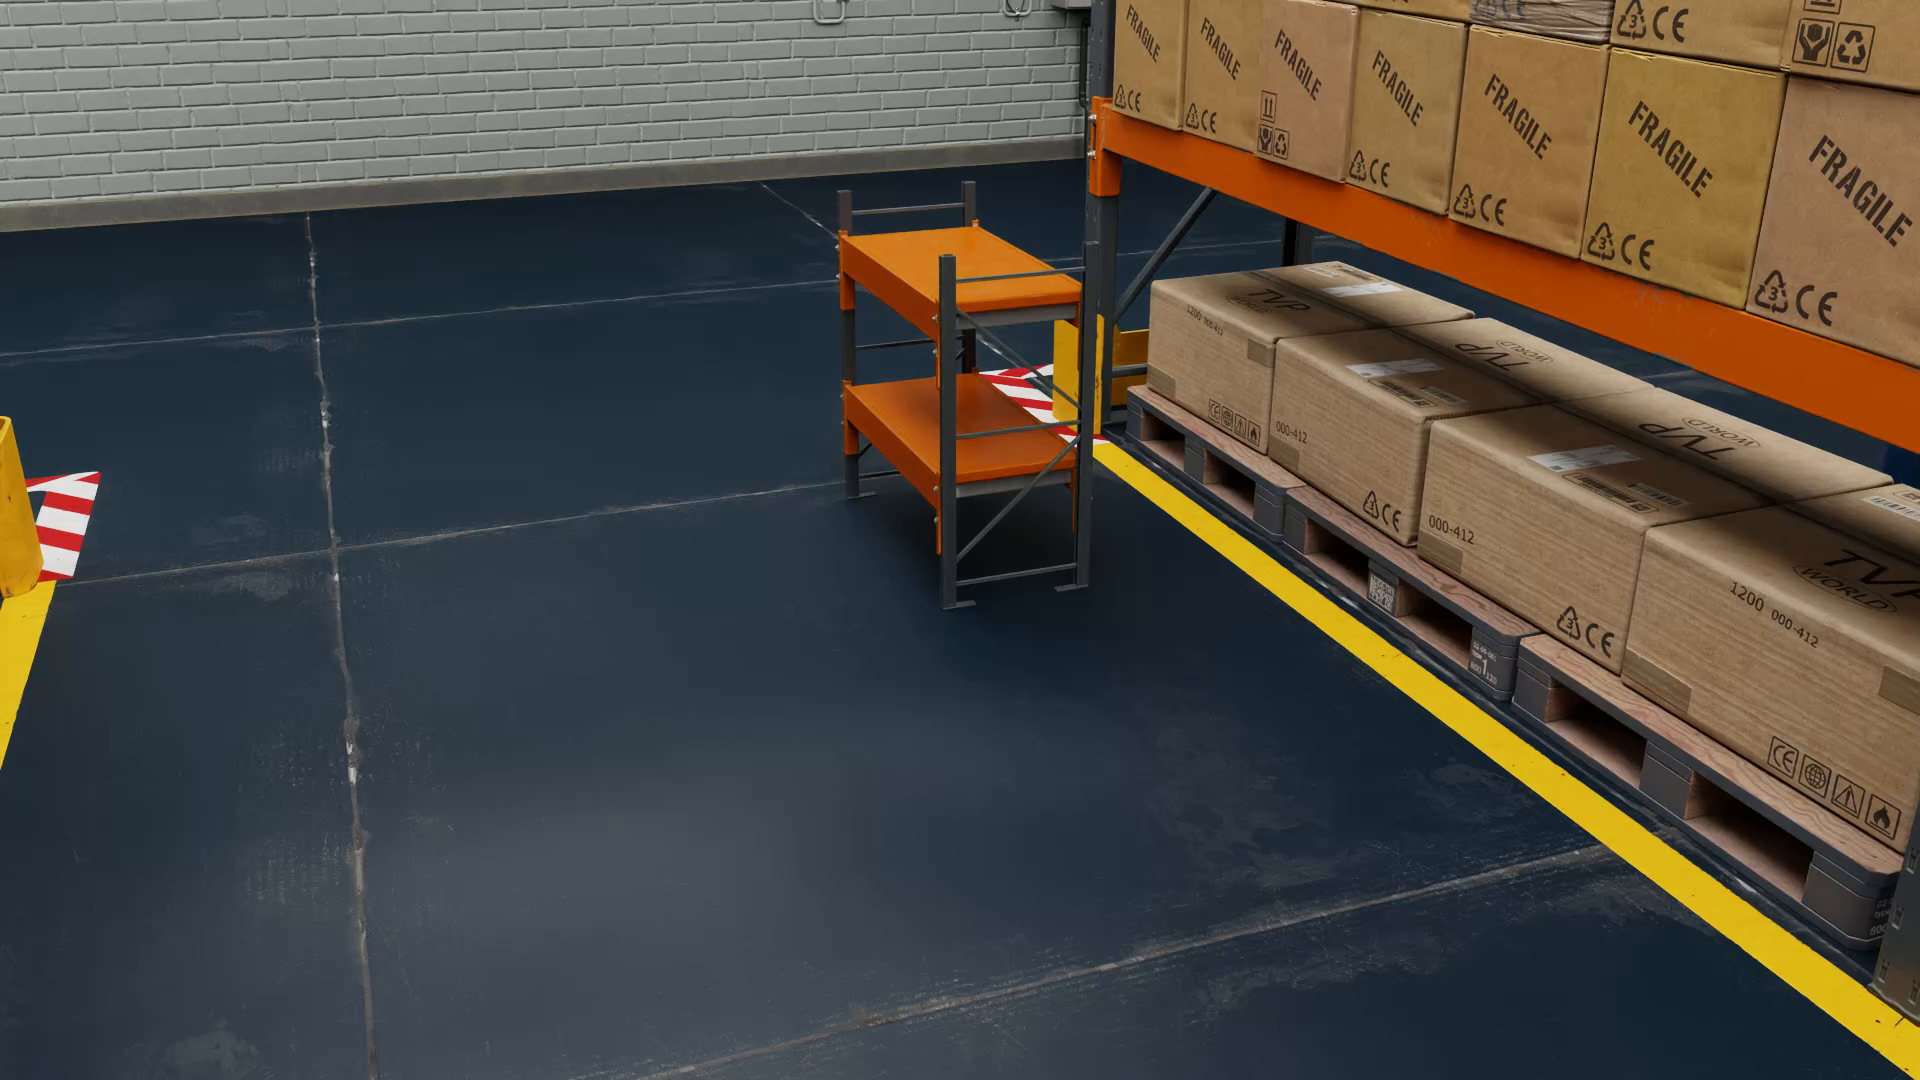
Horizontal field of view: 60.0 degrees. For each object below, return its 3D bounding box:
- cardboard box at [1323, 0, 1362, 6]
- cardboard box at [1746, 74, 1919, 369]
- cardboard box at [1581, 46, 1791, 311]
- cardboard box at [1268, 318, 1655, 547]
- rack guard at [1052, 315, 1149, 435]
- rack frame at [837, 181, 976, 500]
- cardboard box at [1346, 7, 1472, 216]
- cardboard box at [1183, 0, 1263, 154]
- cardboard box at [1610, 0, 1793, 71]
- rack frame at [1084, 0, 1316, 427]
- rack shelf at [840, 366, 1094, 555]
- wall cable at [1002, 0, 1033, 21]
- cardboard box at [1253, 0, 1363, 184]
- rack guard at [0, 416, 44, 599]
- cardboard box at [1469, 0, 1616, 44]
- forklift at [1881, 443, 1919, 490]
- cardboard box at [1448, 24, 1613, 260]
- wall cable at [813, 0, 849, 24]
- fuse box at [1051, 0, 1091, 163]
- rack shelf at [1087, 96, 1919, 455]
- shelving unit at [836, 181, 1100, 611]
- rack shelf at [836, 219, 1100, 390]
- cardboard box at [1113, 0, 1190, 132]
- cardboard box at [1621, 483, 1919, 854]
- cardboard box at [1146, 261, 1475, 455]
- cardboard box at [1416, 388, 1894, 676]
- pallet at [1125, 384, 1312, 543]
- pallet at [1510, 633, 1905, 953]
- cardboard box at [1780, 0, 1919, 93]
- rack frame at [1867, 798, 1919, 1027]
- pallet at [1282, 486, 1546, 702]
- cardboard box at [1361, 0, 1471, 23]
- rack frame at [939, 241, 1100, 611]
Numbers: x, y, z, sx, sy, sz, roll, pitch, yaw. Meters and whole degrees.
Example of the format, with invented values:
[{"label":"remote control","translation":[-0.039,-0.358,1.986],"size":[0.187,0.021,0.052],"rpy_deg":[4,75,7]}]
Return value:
[{"label":"cardboard box","translation":[1.267,-1.854,4.870],"size":[0.500,0.500,0.500],"rpy_deg":[-9,24,-19]},{"label":"cardboard box","translation":[1.996,-0.659,3.324],"size":[0.500,0.500,0.500],"rpy_deg":[-8,24,-19]},{"label":"cardboard box","translation":[1.809,-0.846,3.766],"size":[0.500,0.500,0.500],"rpy_deg":[-9,24,-20]},{"label":"cardboard box","translation":[1.643,-0.389,5.568],"size":[0.875,0.438,0.875],"rpy_deg":[-8,24,-18]},{"label":"rack guard","translation":[0.977,-0.790,6.981],"size":[1.175,0.500,0.348],"rpy_deg":[-8,24,-19]},{"label":"rack frame","translation":[-0.182,-0.705,5.976],"size":[0.500,1.125,0.032],"rpy_deg":[-8,24,-19]},{"label":"cardboard box","translation":[1.447,-1.219,4.650],"size":[0.500,0.500,0.500],"rpy_deg":[-8,24,-17]},{"label":"cardboard box","translation":[1.091,-1.586,5.521],"size":[0.500,0.500,0.500],"rpy_deg":[-9,24,-20]},{"label":"cardboard box","translation":[1.802,-1.306,3.570],"size":[0.500,0.500,0.500],"rpy_deg":[-9,24,-20]},{"label":"rack frame","translation":[0.986,-1.933,6.475],"size":[1.000,3.000,0.127],"rpy_deg":[-8,24,-19]},{"label":"rack shelf","translation":[-0.002,-0.295,5.632],"size":[0.538,0.278,1.000],"rpy_deg":[-8,24,-19]},{"label":"wall cable","translation":[0.294,-4.646,11.603],"size":[0.588,1.984,0.122],"rpy_deg":[-8,24,-19]},{"label":"cardboard box","translation":[1.254,-1.398,5.077],"size":[0.500,0.500,0.500],"rpy_deg":[-8,24,-19]},{"label":"rack guard","translation":[-3.583,-0.038,5.196],"size":[1.175,0.500,0.348],"rpy_deg":[-8,24,-19]},{"label":"cardboard box","translation":[1.613,-1.489,4.006],"size":[0.500,0.500,0.500],"rpy_deg":[-8,24,-18]},{"label":"forklift","translation":[4.004,-0.759,3.776],"size":[1.130,2.935,3.031],"rpy_deg":[-13,26,-28]},{"label":"cardboard box","translation":[1.617,-1.026,4.194],"size":[0.500,0.500,0.500],"rpy_deg":[-9,24,-20]},{"label":"wall cable","translation":[-1.028,-4.462,11.125],"size":[0.585,1.953,0.123],"rpy_deg":[-8,24,-19]},{"label":"fuse box","translation":[0.988,-3.620,12.137],"size":[0.539,1.711,0.414],"rpy_deg":[-8,24,-19]},{"label":"rack shelf","translation":[1.692,-0.875,4.890],"size":[1.077,0.370,4.000],"rpy_deg":[-8,24,-19]},{"label":"shelving unit","translation":[-0.002,-0.521,5.537],"size":[0.538,1.125,1.048],"rpy_deg":[-8,24,-19]},{"label":"rack shelf","translation":[-0.002,-0.791,5.424],"size":[0.538,0.278,1.000],"rpy_deg":[-8,24,-19]},{"label":"cardboard box","translation":[0.886,-1.766,5.948],"size":[0.500,0.500,0.500],"rpy_deg":[-9,24,-19]},{"label":"cardboard box","translation":[2.277,0.264,4.019],"size":[0.875,0.438,0.875],"rpy_deg":[-9,24,-20]},{"label":"cardboard box","translation":[1.312,-0.720,6.355],"size":[0.875,0.438,0.875],"rpy_deg":[-9,25,-21]},{"label":"cardboard box","translation":[1.960,-0.061,4.790],"size":[0.875,0.438,0.875],"rpy_deg":[-9,25,-21]},{"label":"pallet","translation":[1.341,-0.369,6.353],"size":[1.003,0.211,1.213],"rpy_deg":[-8,24,-19]},{"label":"pallet","translation":[2.203,0.518,4.249],"size":[1.003,0.211,1.213],"rpy_deg":[-8,24,-19]},{"label":"cardboard box","translation":[1.974,-1.120,3.130],"size":[0.500,0.500,0.500],"rpy_deg":[-9,24,-19]},{"label":"rack frame","translation":[2.399,-0.480,3.027],"size":[1.000,3.000,0.127],"rpy_deg":[-8,24,-19]},{"label":"pallet","translation":[1.768,0.074,5.303],"size":[1.003,0.211,1.213],"rpy_deg":[-8,24,-19]},{"label":"cardboard box","translation":[1.444,-1.673,4.441],"size":[0.500,0.500,0.500],"rpy_deg":[-8,24,-19]},{"label":"rack frame","translation":[0.177,-0.336,5.099],"size":[0.500,1.125,0.032],"rpy_deg":[-8,24,-19]}]
